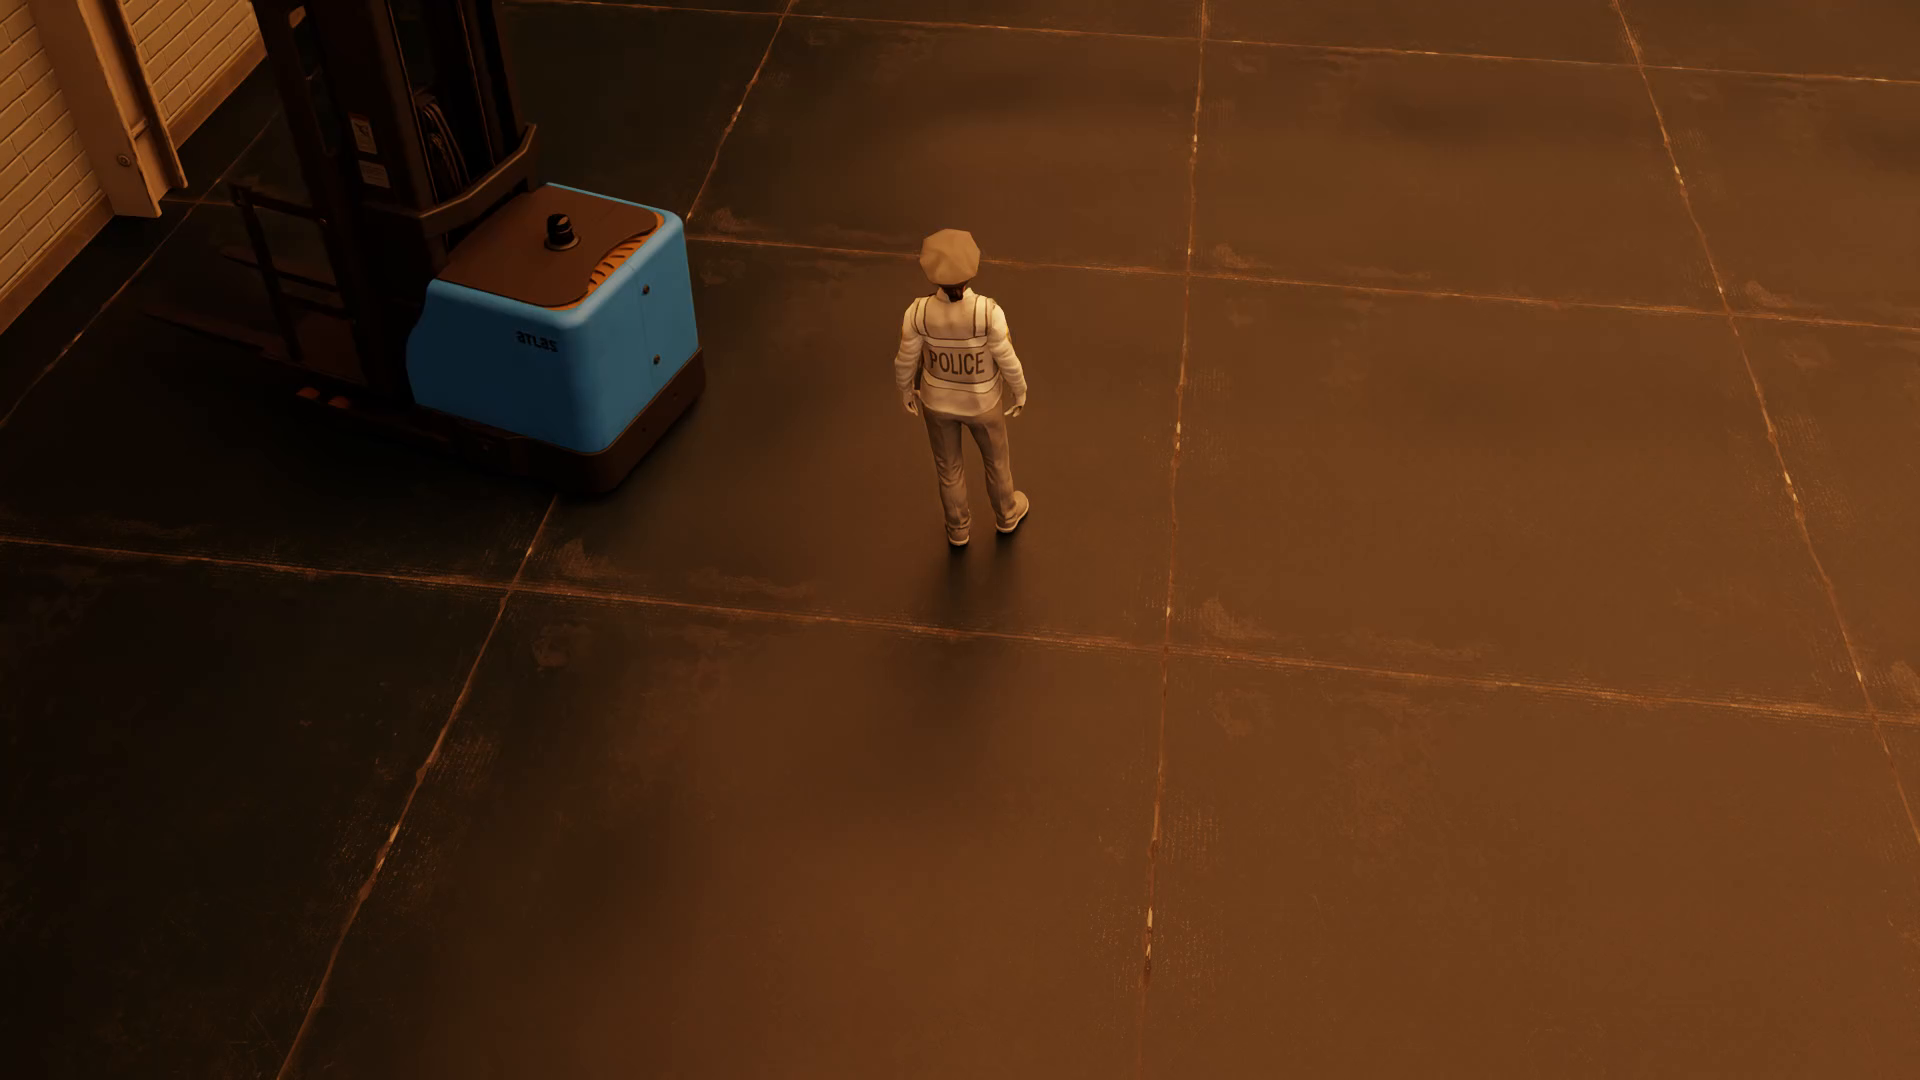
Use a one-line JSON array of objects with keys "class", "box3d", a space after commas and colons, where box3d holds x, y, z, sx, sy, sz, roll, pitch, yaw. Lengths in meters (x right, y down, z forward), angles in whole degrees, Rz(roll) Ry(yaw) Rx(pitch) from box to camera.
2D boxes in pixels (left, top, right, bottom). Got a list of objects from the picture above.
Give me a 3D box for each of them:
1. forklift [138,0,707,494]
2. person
[{"class": "forklift", "box3d": [-2.887, -1.959, 7.857, 3.031, 2.935, 1.130, 16, 45, 17]}, {"class": "person", "box3d": [0.015, -0.674, 7.361, 0.587, 1.696, 0.534, 5, 43, 6]}]
